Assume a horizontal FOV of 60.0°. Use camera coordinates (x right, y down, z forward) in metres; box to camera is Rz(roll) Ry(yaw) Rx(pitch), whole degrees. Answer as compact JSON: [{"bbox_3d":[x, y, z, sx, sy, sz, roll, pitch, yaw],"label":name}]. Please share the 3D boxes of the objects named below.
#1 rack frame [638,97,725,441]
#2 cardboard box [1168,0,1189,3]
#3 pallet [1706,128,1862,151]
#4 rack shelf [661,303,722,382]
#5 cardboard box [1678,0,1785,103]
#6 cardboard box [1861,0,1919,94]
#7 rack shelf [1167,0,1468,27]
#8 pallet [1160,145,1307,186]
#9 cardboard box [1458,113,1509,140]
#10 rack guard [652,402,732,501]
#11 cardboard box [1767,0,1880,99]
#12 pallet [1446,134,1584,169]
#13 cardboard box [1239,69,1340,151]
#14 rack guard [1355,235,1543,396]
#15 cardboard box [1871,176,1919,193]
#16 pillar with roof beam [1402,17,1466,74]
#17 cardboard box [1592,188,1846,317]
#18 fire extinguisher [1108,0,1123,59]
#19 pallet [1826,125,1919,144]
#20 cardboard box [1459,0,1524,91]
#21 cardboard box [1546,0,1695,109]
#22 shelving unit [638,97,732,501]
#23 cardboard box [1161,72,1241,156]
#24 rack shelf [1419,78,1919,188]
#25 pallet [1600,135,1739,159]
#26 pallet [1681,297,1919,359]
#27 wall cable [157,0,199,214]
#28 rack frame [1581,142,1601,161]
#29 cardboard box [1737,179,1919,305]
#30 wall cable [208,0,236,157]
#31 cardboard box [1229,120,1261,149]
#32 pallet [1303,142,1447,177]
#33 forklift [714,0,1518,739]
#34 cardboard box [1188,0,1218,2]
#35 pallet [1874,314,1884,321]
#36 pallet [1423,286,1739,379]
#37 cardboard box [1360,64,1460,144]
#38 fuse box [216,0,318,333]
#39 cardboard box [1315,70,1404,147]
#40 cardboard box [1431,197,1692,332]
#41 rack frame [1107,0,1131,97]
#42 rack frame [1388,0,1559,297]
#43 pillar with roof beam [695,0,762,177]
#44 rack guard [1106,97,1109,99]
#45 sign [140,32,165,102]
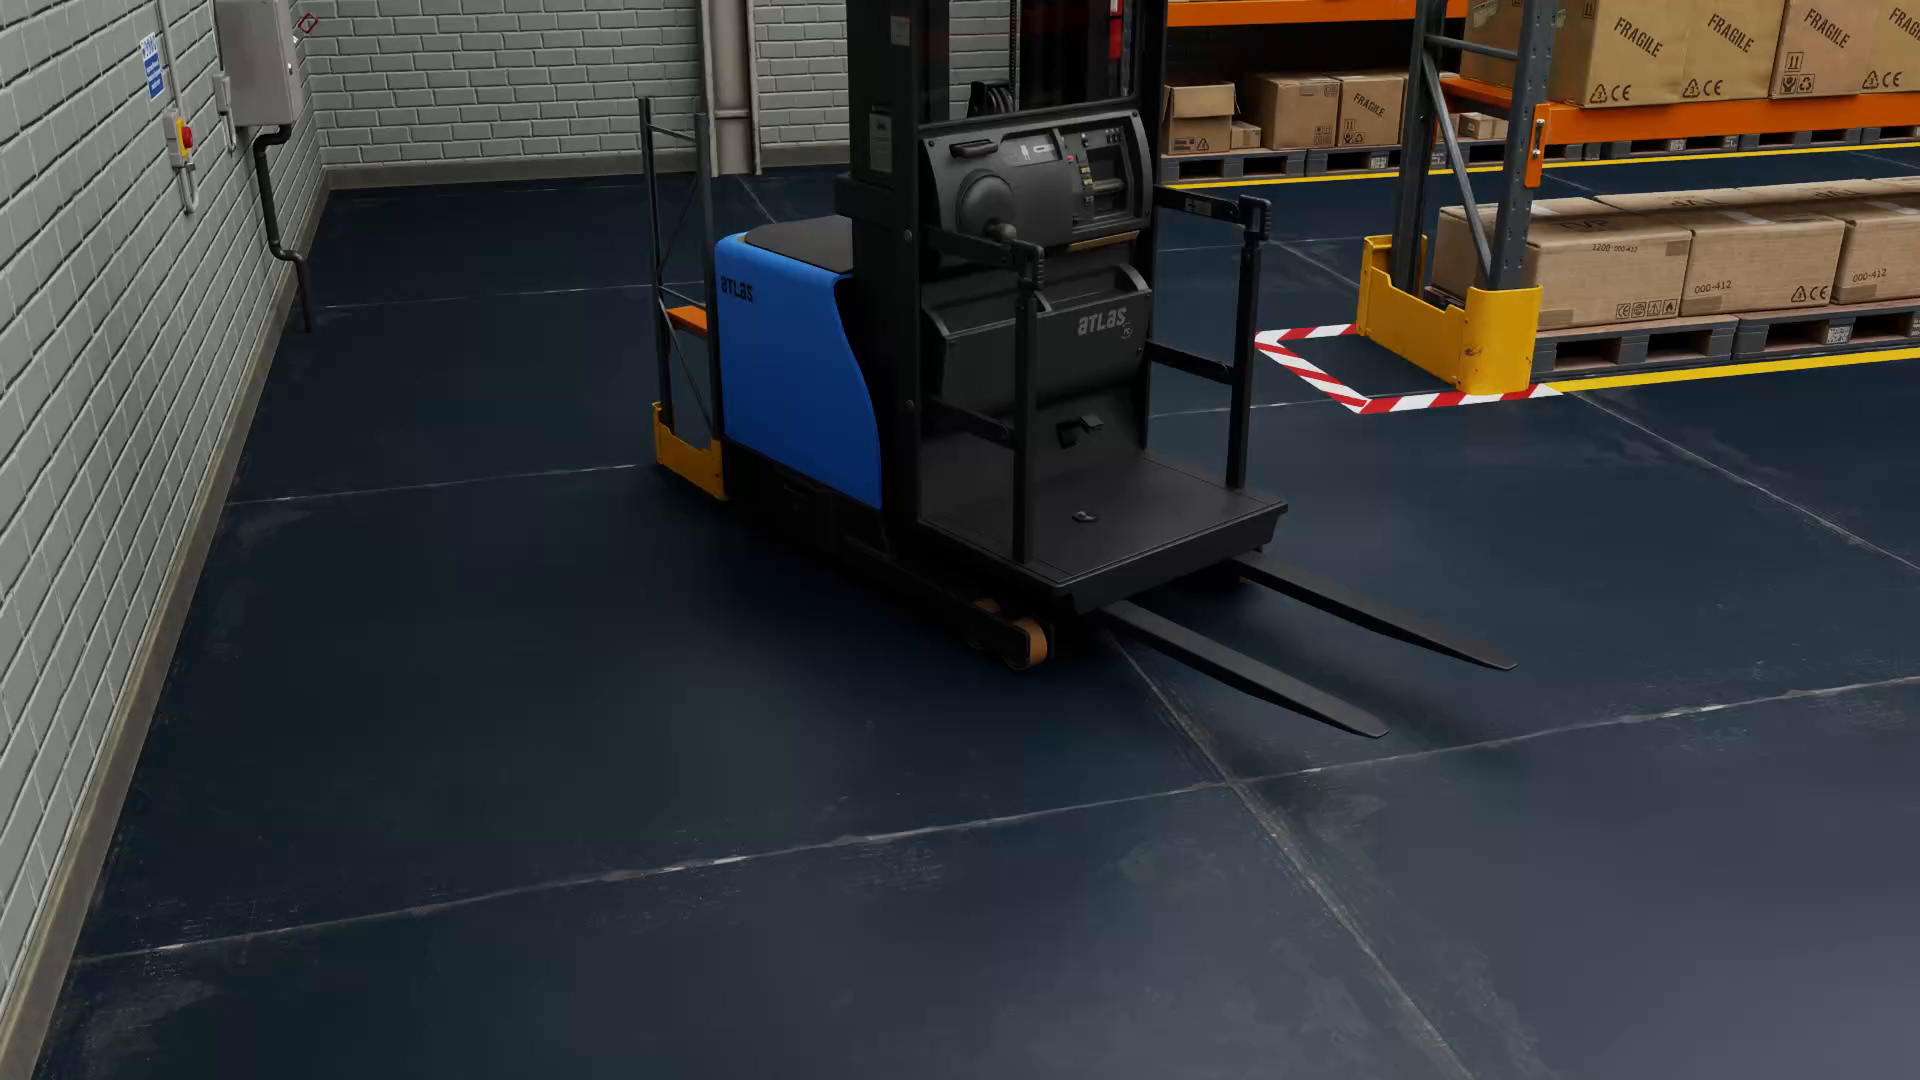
[{"bbox_3d":[-1.086,-0.944,6.549,0.032,1.500,0.500,-16,28,-33],"label":"rack frame"},{"bbox_3d":[1.474,-3.994,12.073,0.250,0.149,0.380,-6,24,-15],"label":"cardboard box"},{"bbox_3d":[6.885,-3.556,14.269,1.213,0.211,1.003,-6,24,-14],"label":"pallet"},{"bbox_3d":[-0.676,-0.898,6.896,1.000,0.185,0.538,-16,28,-33],"label":"rack shelf"},{"bbox_3d":[3.447,-2.347,7.790,0.500,0.500,0.500,-7,24,-15],"label":"cardboard box"},{"bbox_3d":[4.419,-2.454,8.039,0.500,0.500,0.500,-6,24,-13],"label":"cardboard box"},{"bbox_3d":[3.009,-4.061,12.823,4.000,0.370,1.077,-6,24,-14],"label":"rack shelf"},{"bbox_3d":[1.924,-2.991,12.953,1.213,0.211,1.003,-6,24,-14],"label":"pallet"},{"bbox_3d":[4.134,-3.333,13.147,0.258,0.266,0.396,-5,24,-12],"label":"cardboard box"},{"bbox_3d":[-1.085,-0.370,6.796,0.087,0.250,0.587,-16,28,-33],"label":"rack guard"},{"bbox_3d":[3.942,-2.395,7.900,0.500,0.500,0.500,-6,24,-15],"label":"cardboard box"},{"bbox_3d":[4.273,-3.251,13.558,1.213,0.211,1.003,-6,24,-14],"label":"pallet"},{"bbox_3d":[2.532,-3.329,12.841,0.500,0.500,0.700,-5,24,-12],"label":"cardboard box"},{"bbox_3d":[2.405,-1.144,8.281,0.348,0.500,1.175,-6,24,-14],"label":"rack guard"},{"bbox_3d":[5.646,-1.710,9.149,0.875,0.438,0.875,-7,24,-15],"label":"cardboard box"},{"bbox_3d":[5.184,-5.995,8.811,0.400,9.000,9.100,-6,24,-14],"label":"pillar with roof beam"},{"bbox_3d":[3.915,-1.519,8.703,0.875,0.438,0.875,-6,24,-13],"label":"cardboard box"},{"bbox_3d":[1.067,-3.781,11.828,0.183,0.674,0.296,-6,24,-14],"label":"fire extinguisher"},{"bbox_3d":[8.057,-3.684,14.569,1.213,0.211,1.003,-6,24,-14],"label":"pallet"},{"bbox_3d":[2.821,-2.493,8.128,0.500,0.500,0.500,-6,24,-14],"label":"cardboard box"},{"bbox_3d":[2.968,-2.283,7.639,0.500,0.500,0.500,-7,24,-15],"label":"cardboard box"},{"bbox_3d":[-0.683,-1.061,6.820,1.083,1.500,0.587,-16,28,-33],"label":"shelving unit"},{"bbox_3d":[1.698,-3.254,12.662,0.637,0.503,0.797,-7,24,-16],"label":"cardboard box"},{"bbox_3d":[4.354,-2.177,8.432,4.000,0.370,1.077,-6,24,-14],"label":"rack shelf"},{"bbox_3d":[5.708,-3.424,13.963,1.213,0.211,1.003,-6,24,-14],"label":"pallet"},{"bbox_3d":[4.349,-1.257,8.911,1.213,0.211,1.003,-6,24,-14],"label":"pallet"},{"bbox_3d":[-2.995,-2.167,6.167,0.123,1.953,0.585,-6,24,-14],"label":"wall cable"},{"bbox_3d":[4.935,-4.605,13.178,0.127,3.000,1.000,-6,24,-14],"label":"rack frame"},{"bbox_3d":[4.784,-1.615,8.926,0.875,0.438,0.875,-7,24,-16],"label":"cardboard box"},{"bbox_3d":[-3.389,-2.689,7.425,0.122,1.984,0.588,-6,24,-14],"label":"wall cable"},{"bbox_3d":[2.118,-3.121,12.803,0.250,0.149,0.380,-7,24,-16],"label":"cardboard box"},{"bbox_3d":[3.096,-3.119,13.252,1.213,0.211,1.003,-6,24,-14],"label":"pallet"},{"bbox_3d":[0.403,-1.156,5.227,1.130,2.935,3.031,-18,29,-36],"label":"forklift"},{"bbox_3d":[1.706,-4.039,12.178,0.250,0.149,0.380,-6,24,-13],"label":"cardboard box"},{"bbox_3d":[5.526,-1.388,9.217,1.213,0.211,1.003,-6,24,-14],"label":"pallet"},{"bbox_3d":[3.177,-1.128,8.612,1.213,0.211,1.003,-6,24,-14],"label":"pallet"},{"bbox_3d":[3.531,-3.439,13.099,0.500,0.500,0.700,-7,24,-16],"label":"cardboard box"},{"bbox_3d":[-3.422,-1.906,8.523,0.414,1.711,0.539,-6,24,-14],"label":"fuse box"},{"bbox_3d":[3.068,-3.347,12.884,0.500,0.500,0.500,-6,24,-13],"label":"cardboard box"},{"bbox_3d":[3.036,-1.419,8.469,0.875,0.438,0.875,-7,24,-16],"label":"cardboard box"},{"bbox_3d":[1.083,-4.179,12.185,0.127,3.000,1.000,-6,24,-14],"label":"rack frame"},{"bbox_3d":[2.428,-2.295,7.794,0.127,3.000,1.000,-6,24,-14],"label":"rack frame"},{"bbox_3d":[-0.593,-5.356,7.321,0.400,9.000,9.100,-6,24,-14],"label":"pillar with roof beam"},{"bbox_3d":[1.157,-3.038,12.697,0.348,0.500,1.175,-6,24,-14],"label":"rack guard"},{"bbox_3d":[-3.041,-1.785,6.262,0.001,0.218,0.327,-6,24,-14],"label":"sign"}]
